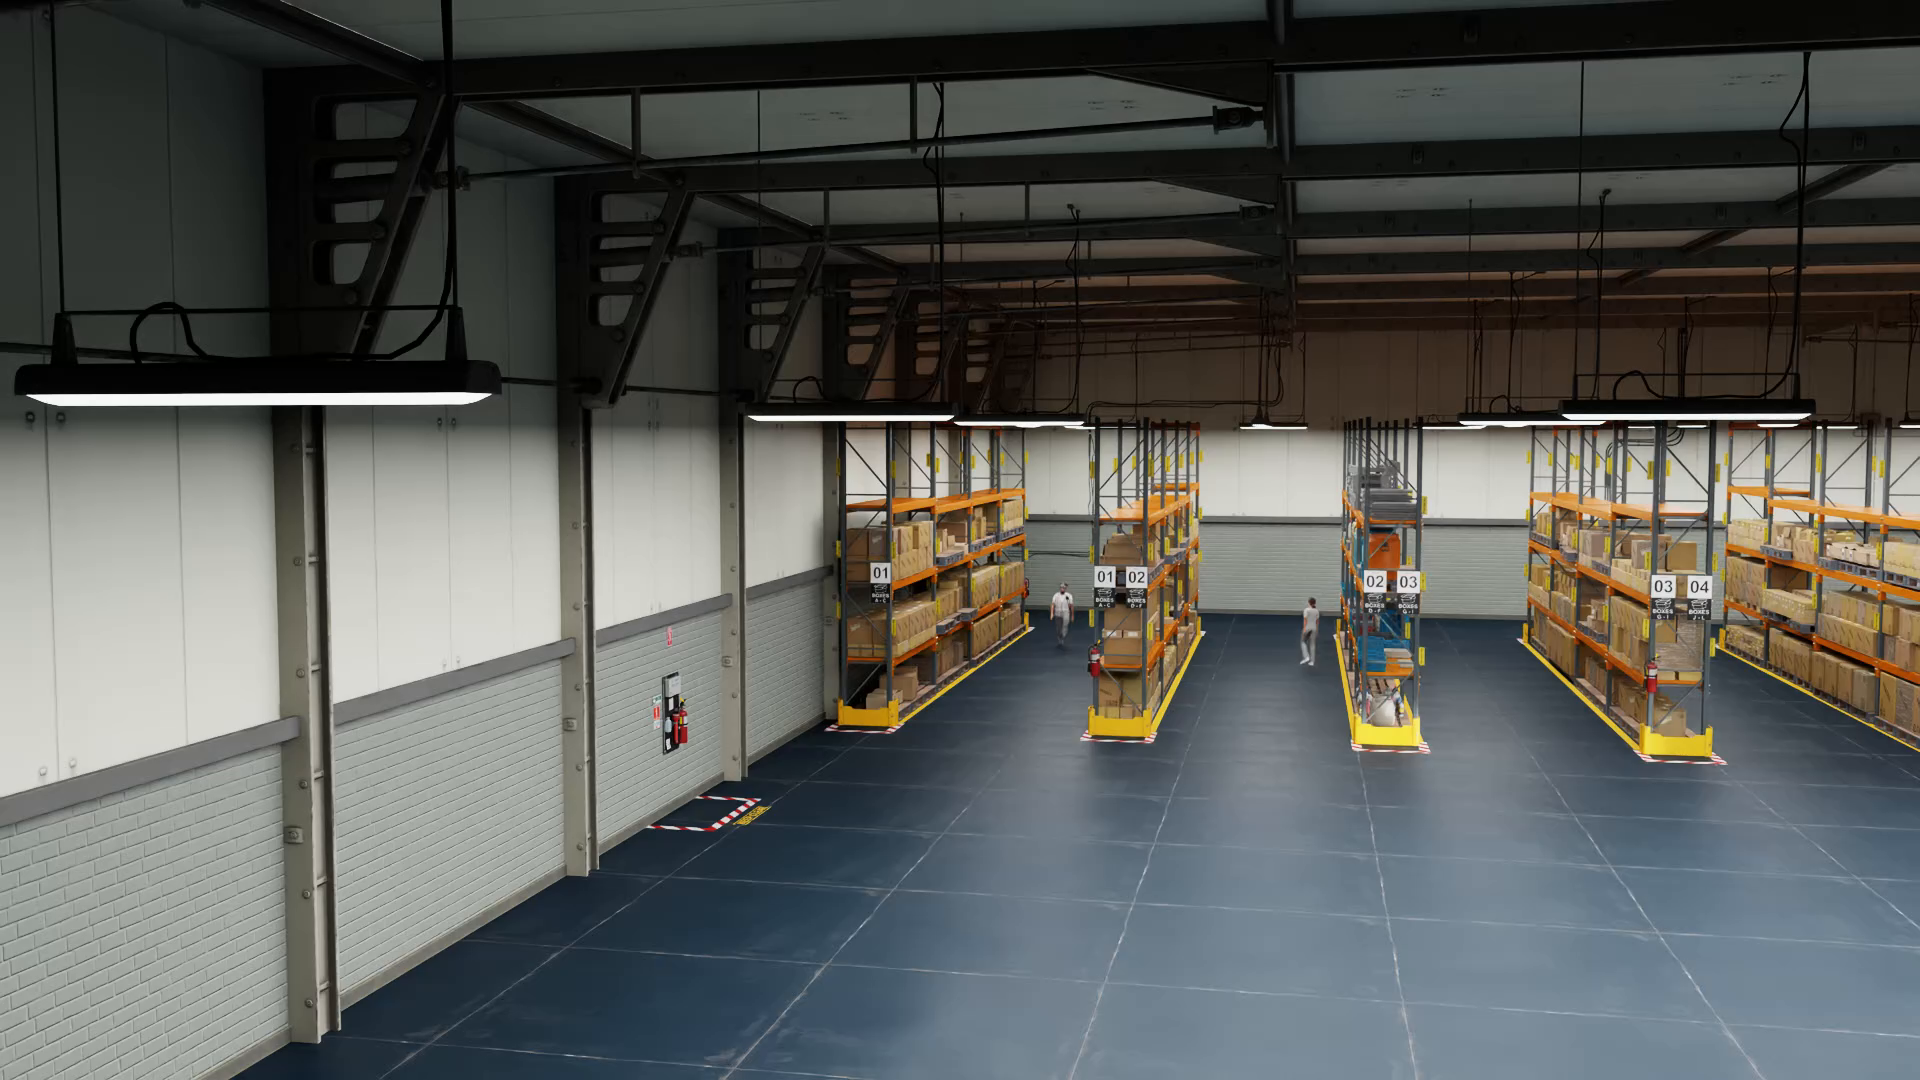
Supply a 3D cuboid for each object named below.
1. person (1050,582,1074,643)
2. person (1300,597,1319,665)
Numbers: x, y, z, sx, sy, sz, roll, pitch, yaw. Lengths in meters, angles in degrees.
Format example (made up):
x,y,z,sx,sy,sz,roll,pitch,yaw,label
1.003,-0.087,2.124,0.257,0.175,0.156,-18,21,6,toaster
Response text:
x,y,z,sx,sy,sz,roll,pitch,yaw,label
2.721,1.963,44.282,0.612,1.682,1.100,1,4,8,person
8.606,2.243,40.757,0.447,1.669,0.525,0,4,-5,person
